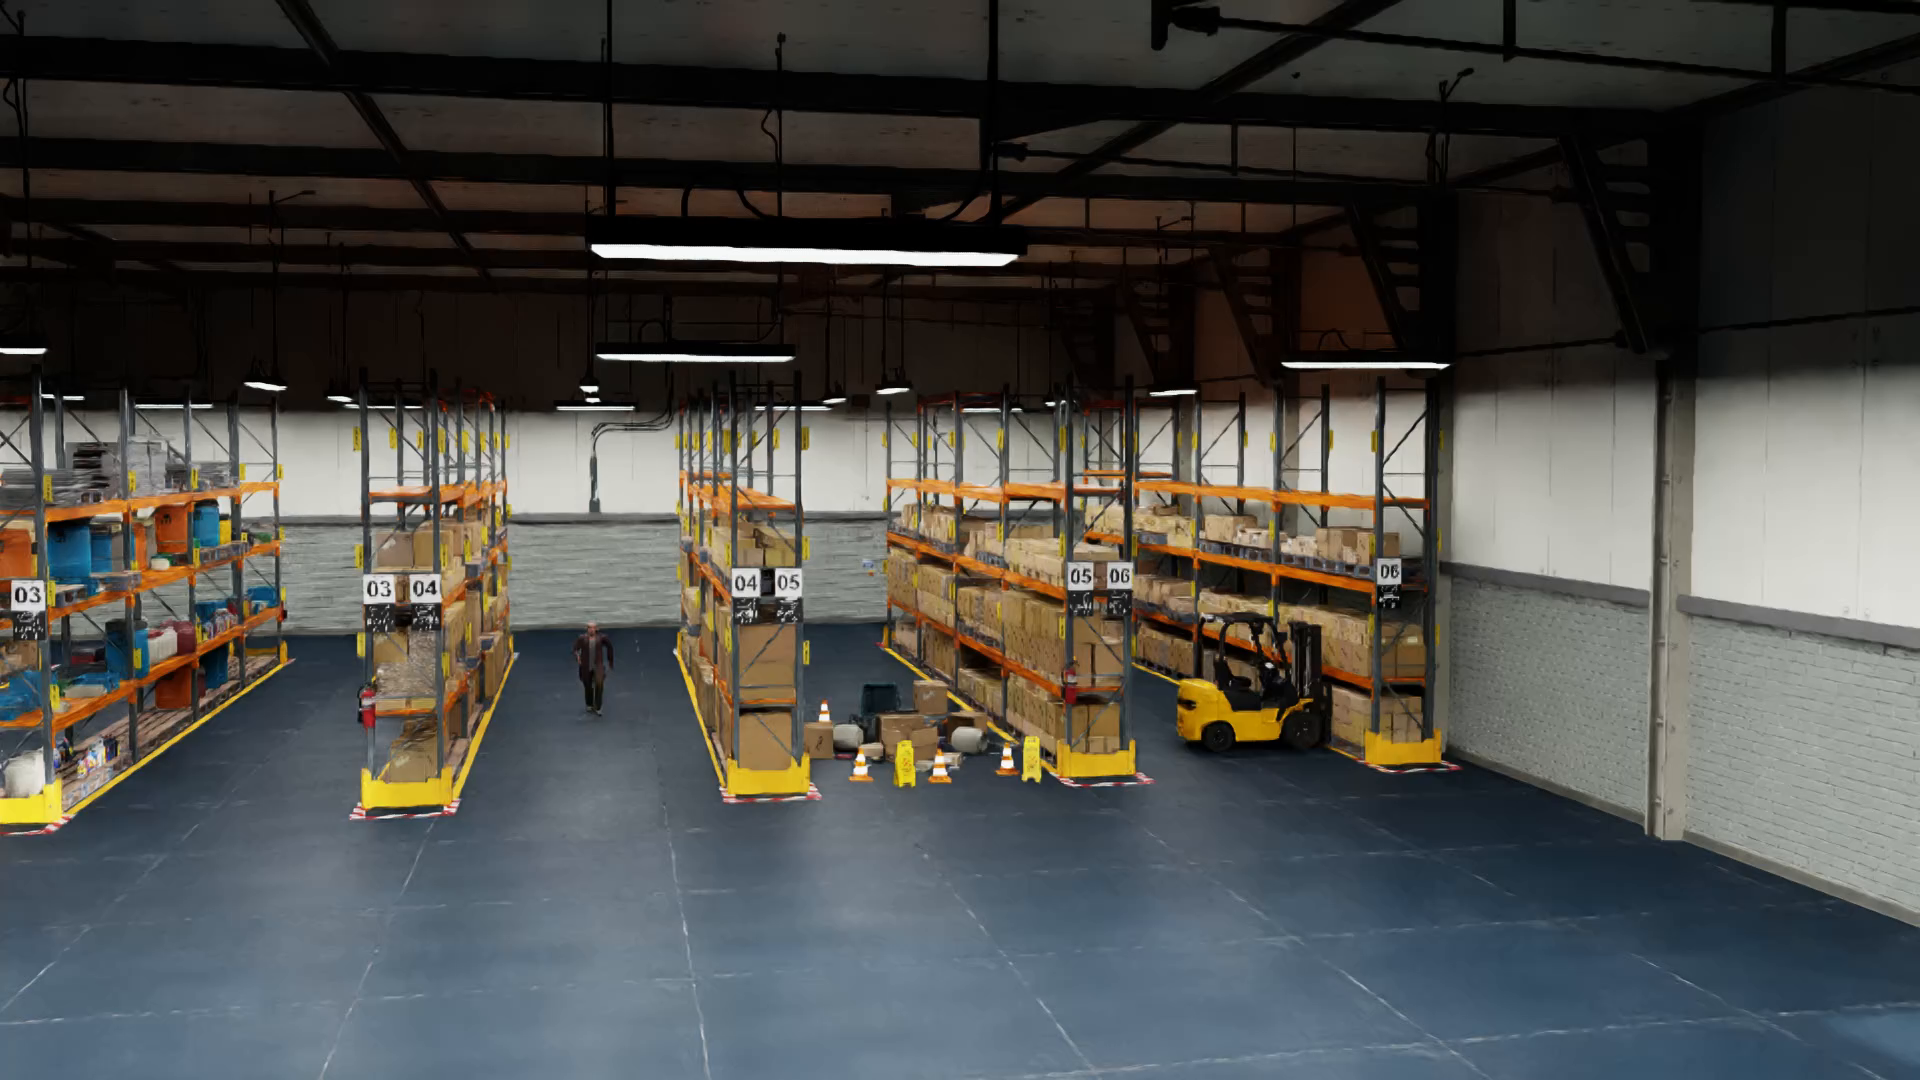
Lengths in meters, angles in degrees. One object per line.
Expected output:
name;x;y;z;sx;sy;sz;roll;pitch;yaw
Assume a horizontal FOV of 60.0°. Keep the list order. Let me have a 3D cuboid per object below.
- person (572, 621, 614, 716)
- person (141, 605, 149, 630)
person;-6.747;2.325;30.531;0.736;1.717;0.903;0;3;-7
person;-17.236;2.117;34.801;0.495;1.589;1.086;-1;3;-10
